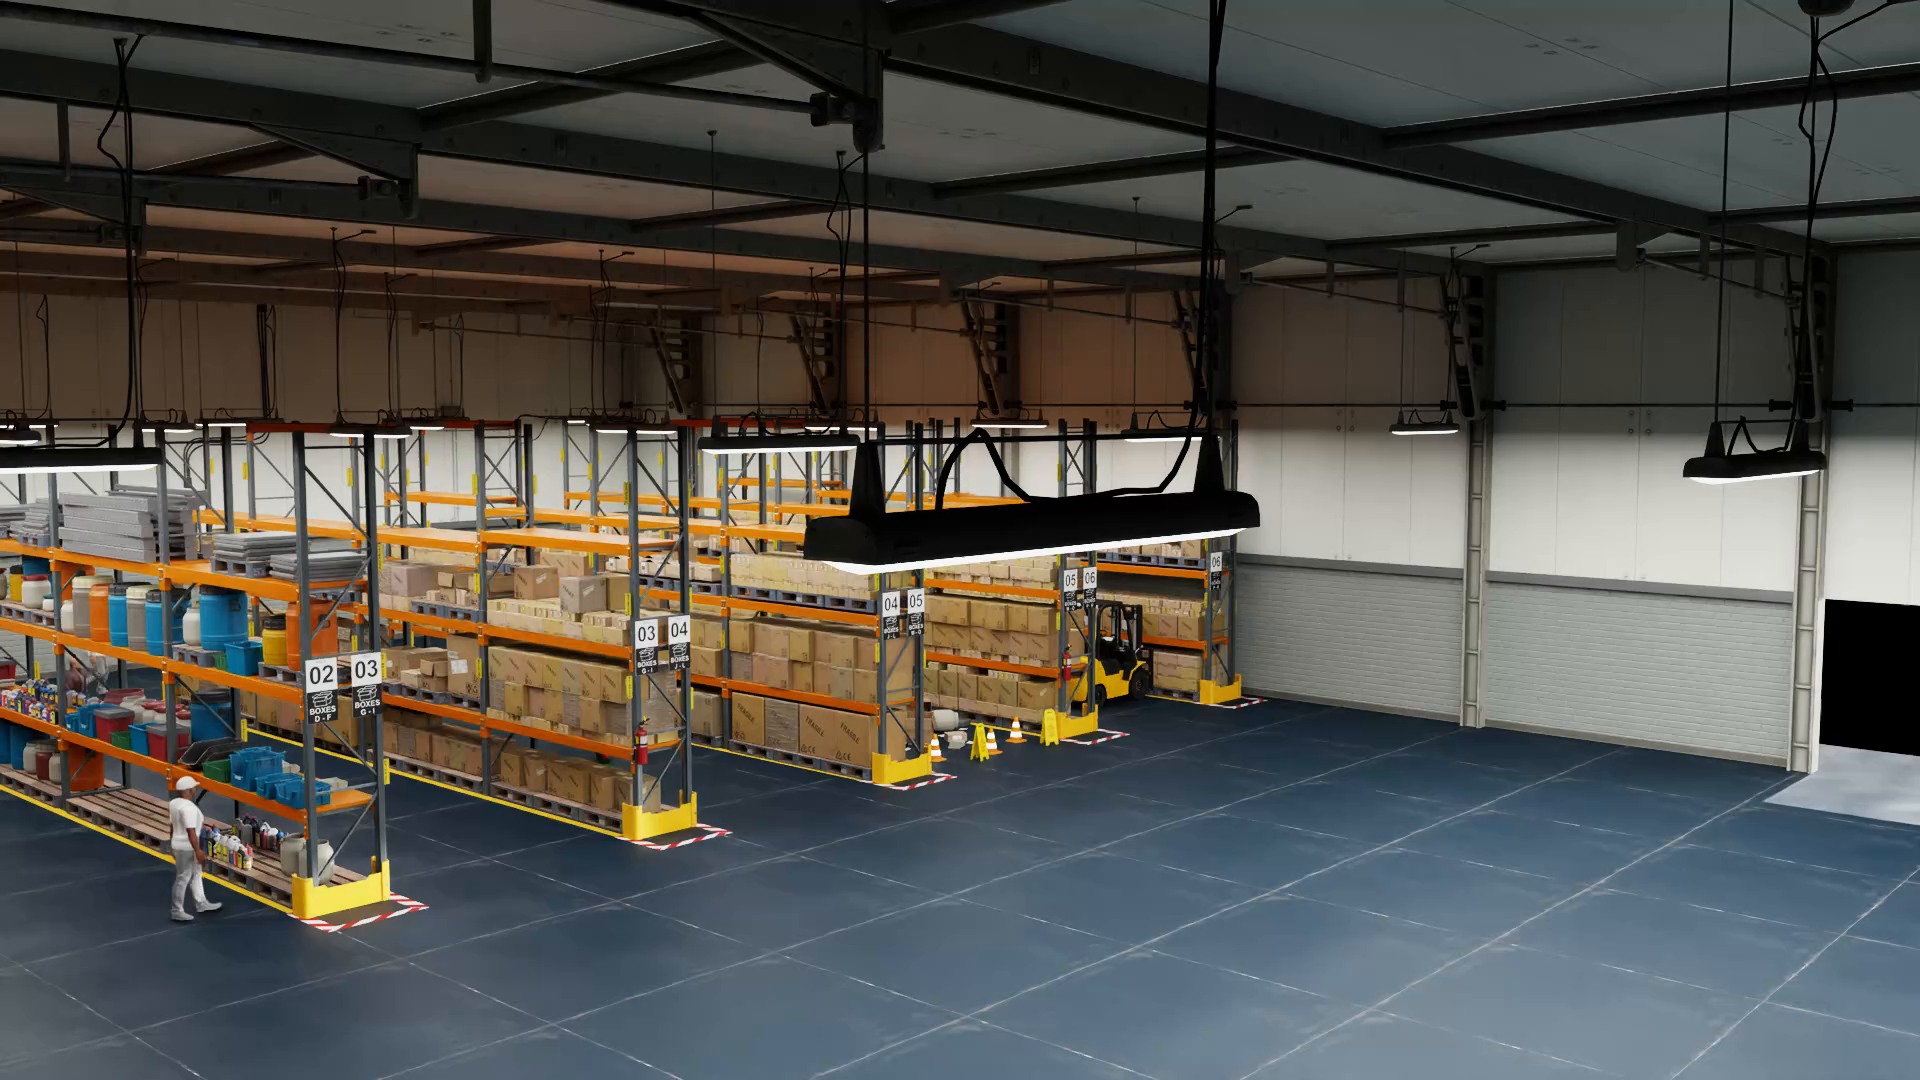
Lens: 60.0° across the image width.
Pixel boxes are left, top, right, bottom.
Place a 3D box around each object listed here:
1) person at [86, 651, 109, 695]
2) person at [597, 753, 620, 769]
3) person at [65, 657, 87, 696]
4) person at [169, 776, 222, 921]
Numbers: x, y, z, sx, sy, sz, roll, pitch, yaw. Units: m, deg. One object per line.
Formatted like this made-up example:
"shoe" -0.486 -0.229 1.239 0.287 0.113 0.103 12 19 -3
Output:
"person" -18.757 2.493 36.095 0.597 1.760 0.562 -1 5 -10
"person" -6.060 3.119 28.595 0.419 1.822 0.614 -2 5 -20
"person" -16.020 2.980 30.230 1.083 1.717 0.531 3 5 30
"person" -9.450 3.780 20.516 0.583 1.759 0.615 -2 5 -23
